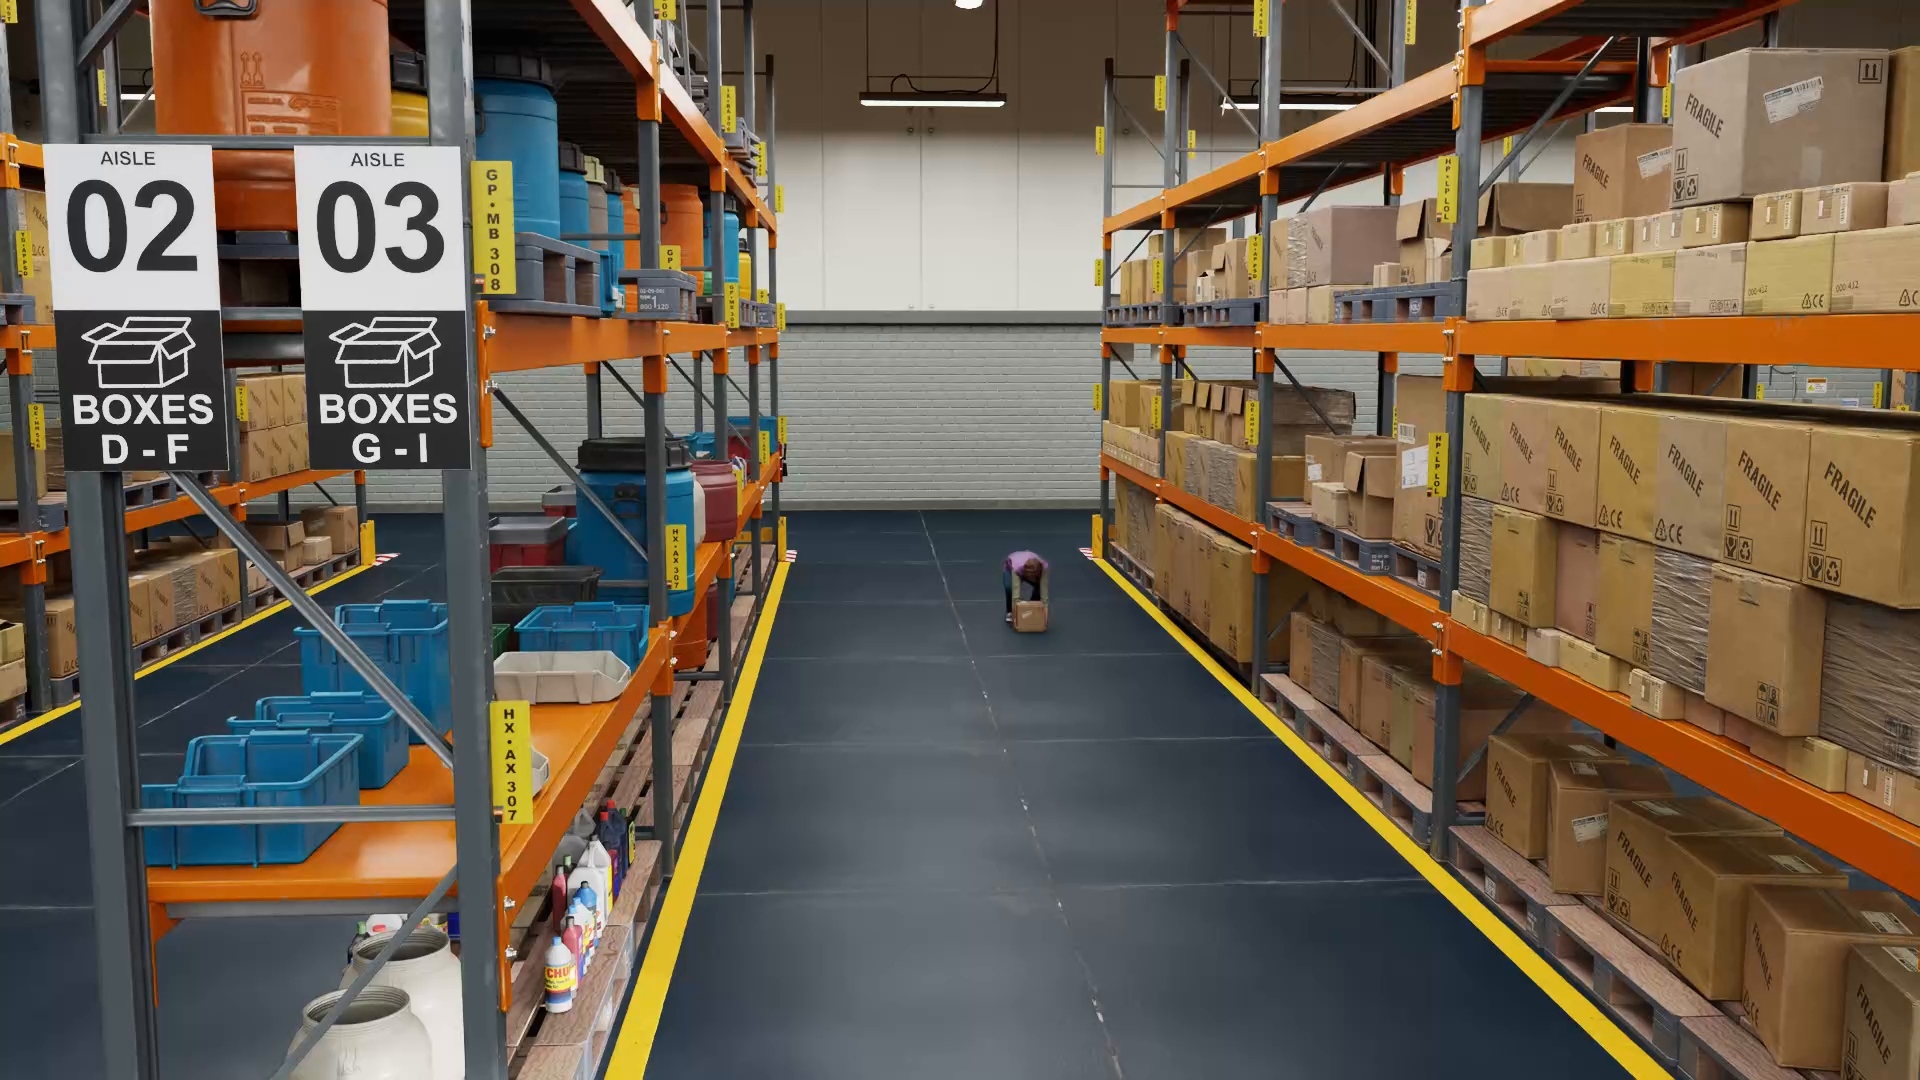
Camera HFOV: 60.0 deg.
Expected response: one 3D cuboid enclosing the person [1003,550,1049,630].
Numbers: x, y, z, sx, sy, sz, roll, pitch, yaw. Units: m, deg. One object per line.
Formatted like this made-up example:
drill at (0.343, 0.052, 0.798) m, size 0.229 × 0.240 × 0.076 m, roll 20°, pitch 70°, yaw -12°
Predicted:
person at (0.628, 0.469, 15.820) m, size 0.419 × 0.715 × 0.869 m, roll -1°, pitch 7°, yaw -5°
